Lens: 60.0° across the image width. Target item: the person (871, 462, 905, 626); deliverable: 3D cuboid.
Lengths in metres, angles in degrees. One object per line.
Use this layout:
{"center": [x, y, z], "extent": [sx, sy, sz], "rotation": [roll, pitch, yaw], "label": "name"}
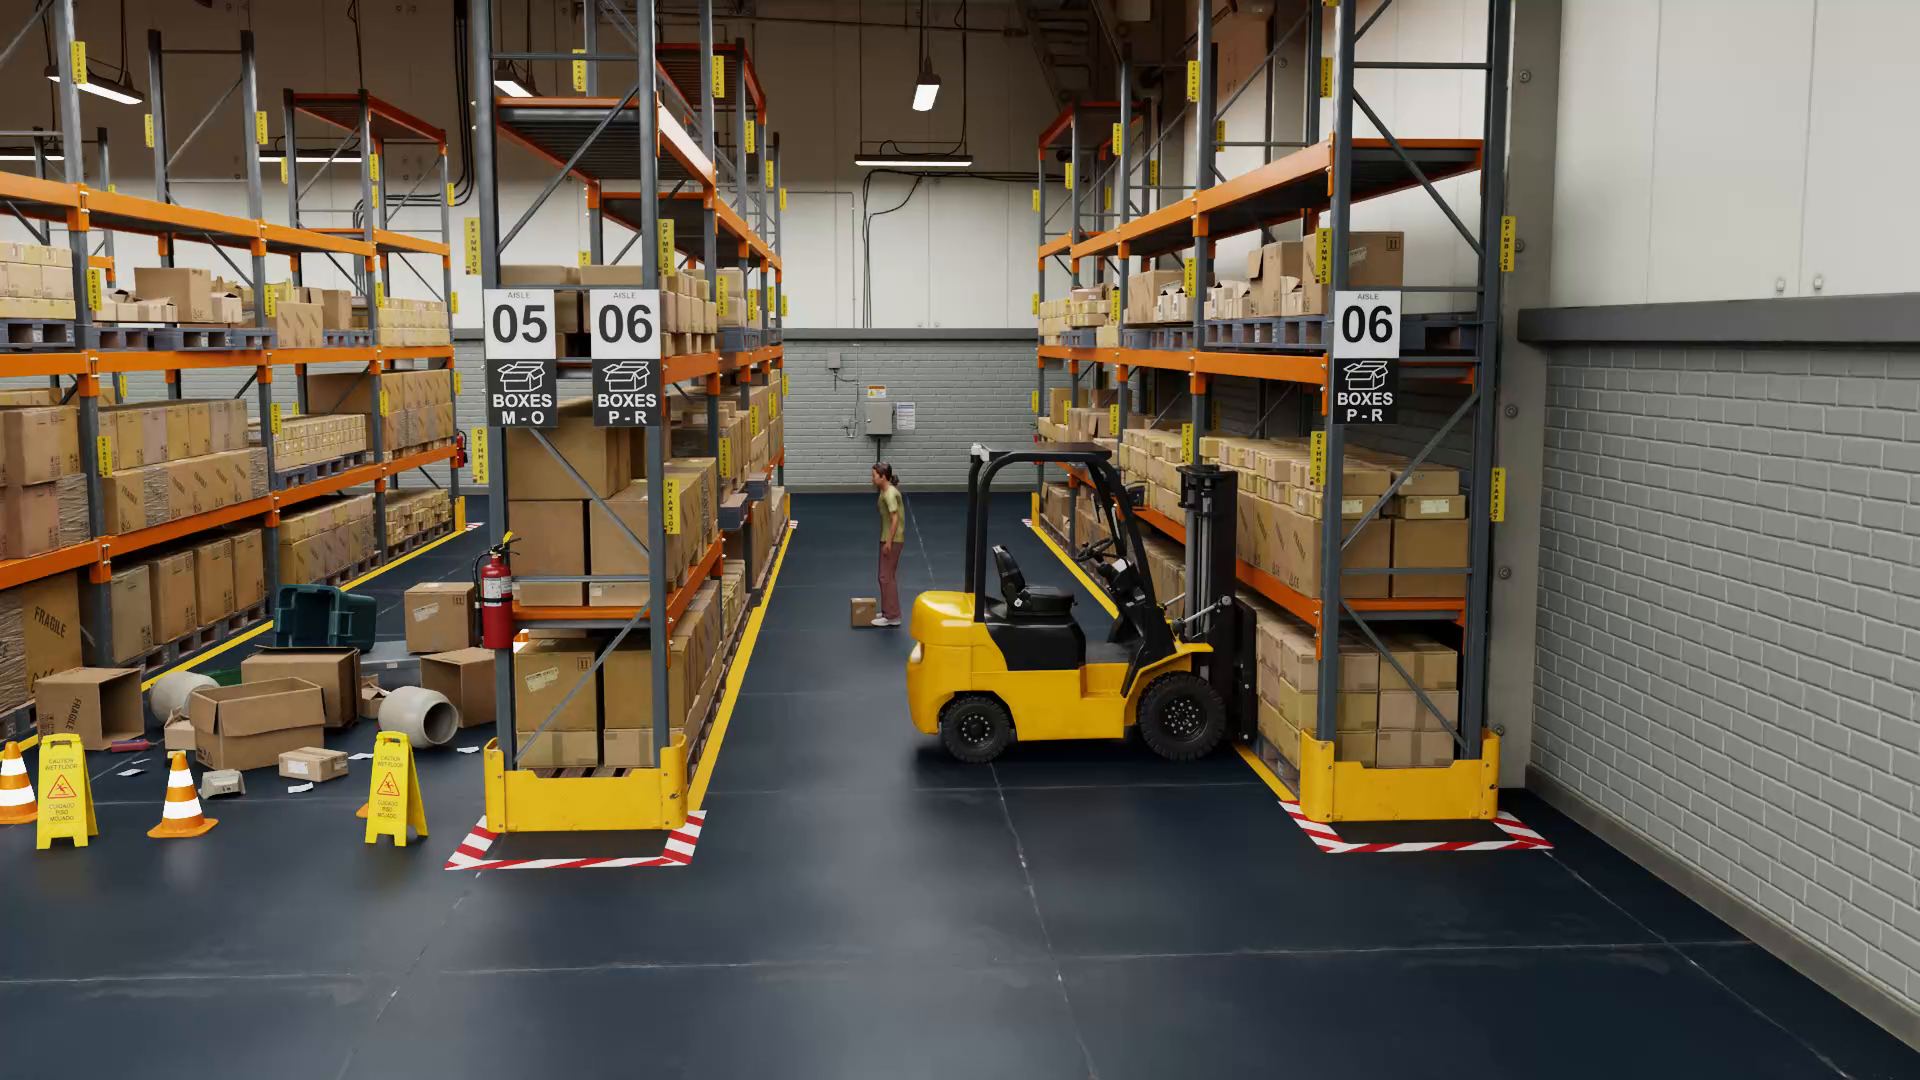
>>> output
{"center": [-0.744, 0.030, 17.007], "extent": [0.355, 1.673, 0.516], "rotation": [-1, 7, -6], "label": "person"}
